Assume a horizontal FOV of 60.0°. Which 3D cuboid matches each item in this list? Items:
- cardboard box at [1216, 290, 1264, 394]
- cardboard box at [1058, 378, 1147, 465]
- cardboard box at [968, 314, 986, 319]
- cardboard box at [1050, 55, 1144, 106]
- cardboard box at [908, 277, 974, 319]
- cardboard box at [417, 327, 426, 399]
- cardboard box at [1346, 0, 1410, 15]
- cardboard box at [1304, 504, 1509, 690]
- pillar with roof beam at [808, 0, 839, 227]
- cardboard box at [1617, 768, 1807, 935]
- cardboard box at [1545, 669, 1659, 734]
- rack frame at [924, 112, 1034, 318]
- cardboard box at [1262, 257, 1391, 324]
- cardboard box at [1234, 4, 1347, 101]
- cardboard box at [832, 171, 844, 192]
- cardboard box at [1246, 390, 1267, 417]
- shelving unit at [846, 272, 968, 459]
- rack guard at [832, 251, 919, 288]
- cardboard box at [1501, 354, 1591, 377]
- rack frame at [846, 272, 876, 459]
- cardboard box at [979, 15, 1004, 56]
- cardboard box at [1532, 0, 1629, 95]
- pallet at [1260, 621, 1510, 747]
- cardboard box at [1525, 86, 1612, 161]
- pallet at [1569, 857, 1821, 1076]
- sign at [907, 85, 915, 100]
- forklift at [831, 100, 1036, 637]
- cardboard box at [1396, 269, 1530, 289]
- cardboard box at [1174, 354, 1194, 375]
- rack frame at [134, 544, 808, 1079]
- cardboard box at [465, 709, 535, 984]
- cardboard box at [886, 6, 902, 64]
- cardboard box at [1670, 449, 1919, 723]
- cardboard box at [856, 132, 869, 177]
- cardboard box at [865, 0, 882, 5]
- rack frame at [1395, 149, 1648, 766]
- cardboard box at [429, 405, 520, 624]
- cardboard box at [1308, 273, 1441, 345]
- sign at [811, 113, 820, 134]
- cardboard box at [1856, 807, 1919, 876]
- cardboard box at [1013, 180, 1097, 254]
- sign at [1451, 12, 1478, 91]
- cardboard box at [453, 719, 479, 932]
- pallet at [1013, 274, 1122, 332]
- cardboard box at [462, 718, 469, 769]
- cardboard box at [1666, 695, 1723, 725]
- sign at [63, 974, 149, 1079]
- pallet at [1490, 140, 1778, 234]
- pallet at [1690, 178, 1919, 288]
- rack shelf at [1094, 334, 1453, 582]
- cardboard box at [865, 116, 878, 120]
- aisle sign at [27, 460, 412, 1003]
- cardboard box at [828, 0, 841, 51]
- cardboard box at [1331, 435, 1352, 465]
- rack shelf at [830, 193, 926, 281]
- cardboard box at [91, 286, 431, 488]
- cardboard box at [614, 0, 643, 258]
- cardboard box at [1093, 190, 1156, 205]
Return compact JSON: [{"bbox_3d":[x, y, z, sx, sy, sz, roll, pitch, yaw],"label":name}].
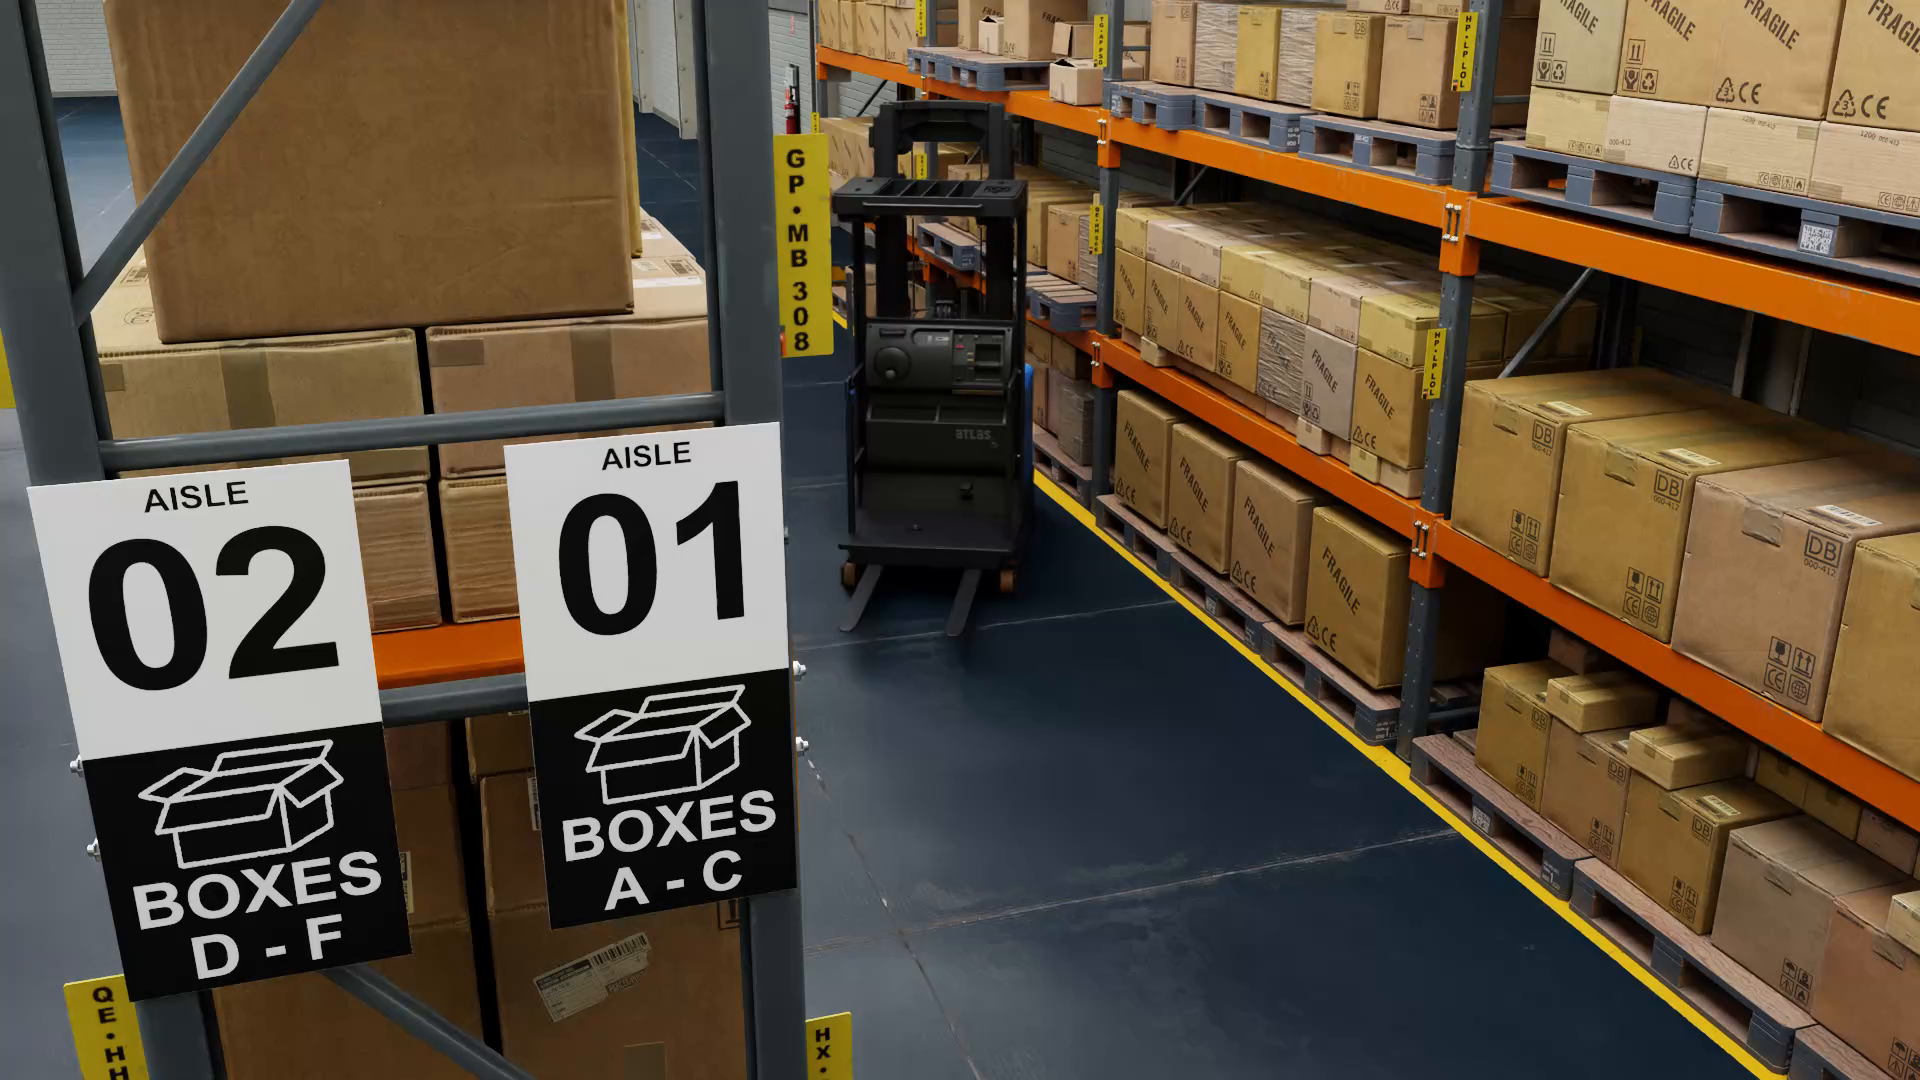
[{"bbox_3d":[1.825,-1.163,9.598,0.500,0.500,0.500,-6,21,-16],"label":"cardboard box"},{"bbox_3d":[1.157,-0.900,12.532,0.700,0.500,0.500,-6,21,-16],"label":"cardboard box"},{"bbox_3d":[0.423,-1.724,14.825,0.700,0.500,0.500,-6,21,-15],"label":"cardboard box"},{"bbox_3d":[0.950,-3.225,11.624,0.500,0.311,0.500,-6,21,-17],"label":"cardboard box"},{"bbox_3d":[-0.188,-2.287,16.393,0.500,0.500,0.500,-8,21,-21],"label":"cardboard box"},{"bbox_3d":[-1.624,-0.510,4.183,0.500,0.250,0.500,-6,21,-17],"label":"cardboard box"},{"bbox_3d":[2.350,-2.851,8.571,0.500,0.250,0.500,-7,21,-19],"label":"cardboard box"},{"bbox_3d":[2.363,0.259,8.817,0.750,0.750,0.750,-6,21,-17],"label":"cardboard box"},{"bbox_3d":[-6.013,-8.370,21.407,9.100,9.000,0.400,-6,21,-17],"label":"pillar with roof beam"},{"bbox_3d":[3.142,1.196,6.726,0.700,0.500,0.500,-6,21,-16],"label":"cardboard box"},{"bbox_3d":[2.762,0.693,7.165,0.380,0.149,0.250,-6,21,-15],"label":"cardboard box"},{"bbox_3d":[0.176,-2.927,15.129,1.000,3.000,0.127,-6,21,-17],"label":"rack frame"},{"bbox_3d":[1.989,-1.361,9.042,0.500,0.250,0.500,-6,21,-16],"label":"cardboard box"},{"bbox_3d":[2.018,-2.817,9.585,0.700,0.500,0.500,-5,20,-14],"label":"cardboard box"},{"bbox_3d":[-1.053,-3.794,17.736,0.500,0.250,0.500,-7,21,-19],"label":"cardboard box"},{"bbox_3d":[1.885,-0.829,9.628,0.380,0.149,0.250,-6,21,-15],"label":"cardboard box"},{"bbox_3d":[-0.404,-1.208,12.561,0.538,1.500,1.048,-10,22,-26],"label":"shelving unit"},{"bbox_3d":[-1.058,-3.010,19.058,1.175,0.500,0.348,-6,21,-17],"label":"rack guard"},{"bbox_3d":[2.785,-0.731,8.397,0.500,0.500,0.500,-7,21,-19],"label":"cardboard box"},{"bbox_3d":[-0.642,-1.360,12.984,0.500,1.500,0.032,-10,22,-26],"label":"rack frame"},{"bbox_3d":[0.465,-4.113,13.504,0.500,0.311,0.500,-6,21,-15],"label":"cardboard box"},{"bbox_3d":[2.648,-2.040,6.566,0.500,0.500,0.500,-7,21,-18],"label":"cardboard box"},{"bbox_3d":[2.376,0.713,9.120,1.003,0.211,1.213,-6,21,-17],"label":"pallet"},{"bbox_3d":[2.657,-1.696,6.717,0.500,0.250,0.500,-6,21,-17],"label":"cardboard box"},{"bbox_3d":[3.242,1.597,6.659,1.003,0.211,1.213,-6,21,-17],"label":"pallet"},{"bbox_3d":[-0.548,-4.957,18.600,0.100,0.325,0.005,-6,21,-17],"label":"sign"},{"bbox_3d":[-0.158,-1.155,10.297,1.130,2.935,3.031,2,20,7],"label":"forklift"},{"bbox_3d":[2.622,-1.252,8.738,0.500,0.250,0.500,-6,21,-17],"label":"cardboard box"},{"bbox_3d":[1.587,-1.161,10.554,0.380,0.149,0.250,-7,21,-18],"label":"cardboard box"},{"bbox_3d":[-0.754,1.451,2.940,1.000,3.000,0.127,-6,21,-17],"label":"rack frame"},{"bbox_3d":[-0.815,0.596,3.693,0.500,0.500,0.500,-6,21,-17],"label":"cardboard box"},{"bbox_3d":[-0.364,-4.695,15.436,0.500,0.500,0.500,-8,21,-22],"label":"cardboard box"},{"bbox_3d":[3.308,0.142,6.141,0.980,0.700,0.700,-7,21,-20],"label":"cardboard box"},{"bbox_3d":[-0.741,-3.827,16.717,0.500,0.500,0.500,-6,21,-16],"label":"cardboard box"},{"bbox_3d":[-0.595,-5.339,15.751,0.500,0.500,0.500,-7,21,-19],"label":"cardboard box"},{"bbox_3d":[2.690,-0.360,7.982,1.000,3.000,0.127,-6,21,-17],"label":"rack frame"},{"bbox_3d":[-0.674,-0.082,2.992,0.500,0.250,0.500,-6,21,-17],"label":"cardboard box"},{"bbox_3d":[2.149,-1.197,8.586,0.500,0.250,0.500,-6,21,-16],"label":"cardboard box"},{"bbox_3d":[-1.596,-4.561,18.396,0.100,0.325,0.005,-6,21,-17],"label":"sign"},{"bbox_3d":[3.543,1.077,6.097,0.380,0.149,0.250,-6,21,-16],"label":"cardboard box"},{"bbox_3d":[0.709,-2.627,13.493,0.700,0.500,0.500,-4,20,-10],"label":"cardboard box"},{"bbox_3d":[2.178,-2.103,7.165,0.100,0.325,0.005,-6,21,-17],"label":"sign"},{"bbox_3d":[-1.629,0.801,4.602,0.500,0.500,0.500,-7,21,-18],"label":"cardboard box"},{"bbox_3d":[1.108,-1.771,12.193,1.213,0.211,1.003,-6,21,-17],"label":"pallet"},{"bbox_3d":[-1.447,0.419,5.666,0.500,0.500,0.500,-6,21,-16],"label":"cardboard box"},{"bbox_3d":[3.222,0.750,7.008,0.380,0.149,0.250,-7,21,-19],"label":"cardboard box"},{"bbox_3d":[-1.287,0.810,2.544,0.100,0.325,0.005,-6,21,-17],"label":"sign"},{"bbox_3d":[2.937,-1.466,6.756,1.003,0.211,1.213,-6,21,-17],"label":"pallet"},{"bbox_3d":[3.317,-1.076,5.668,1.003,0.211,1.213,-6,21,-17],"label":"pallet"},{"bbox_3d":[2.062,-0.663,9.890,1.077,0.370,4.000,-6,21,-17],"label":"rack shelf"},{"bbox_3d":[-0.732,-4.374,18.240,0.500,0.500,0.500,-7,21,-18],"label":"cardboard box"},{"bbox_3d":[-1.023,0.282,2.349,0.394,0.787,0.004,-6,21,-17],"label":"aisle sign"},{"bbox_3d":[-1.079,-5.369,17.313,0.500,0.500,0.500,-5,20,-14],"label":"cardboard box"},{"bbox_3d":[2.175,-0.496,8.703,0.380,0.149,0.250,-6,21,-16],"label":"cardboard box"},{"bbox_3d":[-0.453,-3.231,17.038,1.077,0.370,4.000,-6,21,-17],"label":"rack shelf"},{"bbox_3d":[-1.157,-0.263,2.757,0.500,0.250,0.500,-6,21,-17],"label":"cardboard box"},{"bbox_3d":[-1.008,-0.811,3.172,0.700,0.500,0.500,-6,21,-17],"label":"cardboard box"},{"bbox_3d":[1.181,-2.412,11.937,0.380,0.149,0.250,-10,22,-26],"label":"cardboard box"}]
